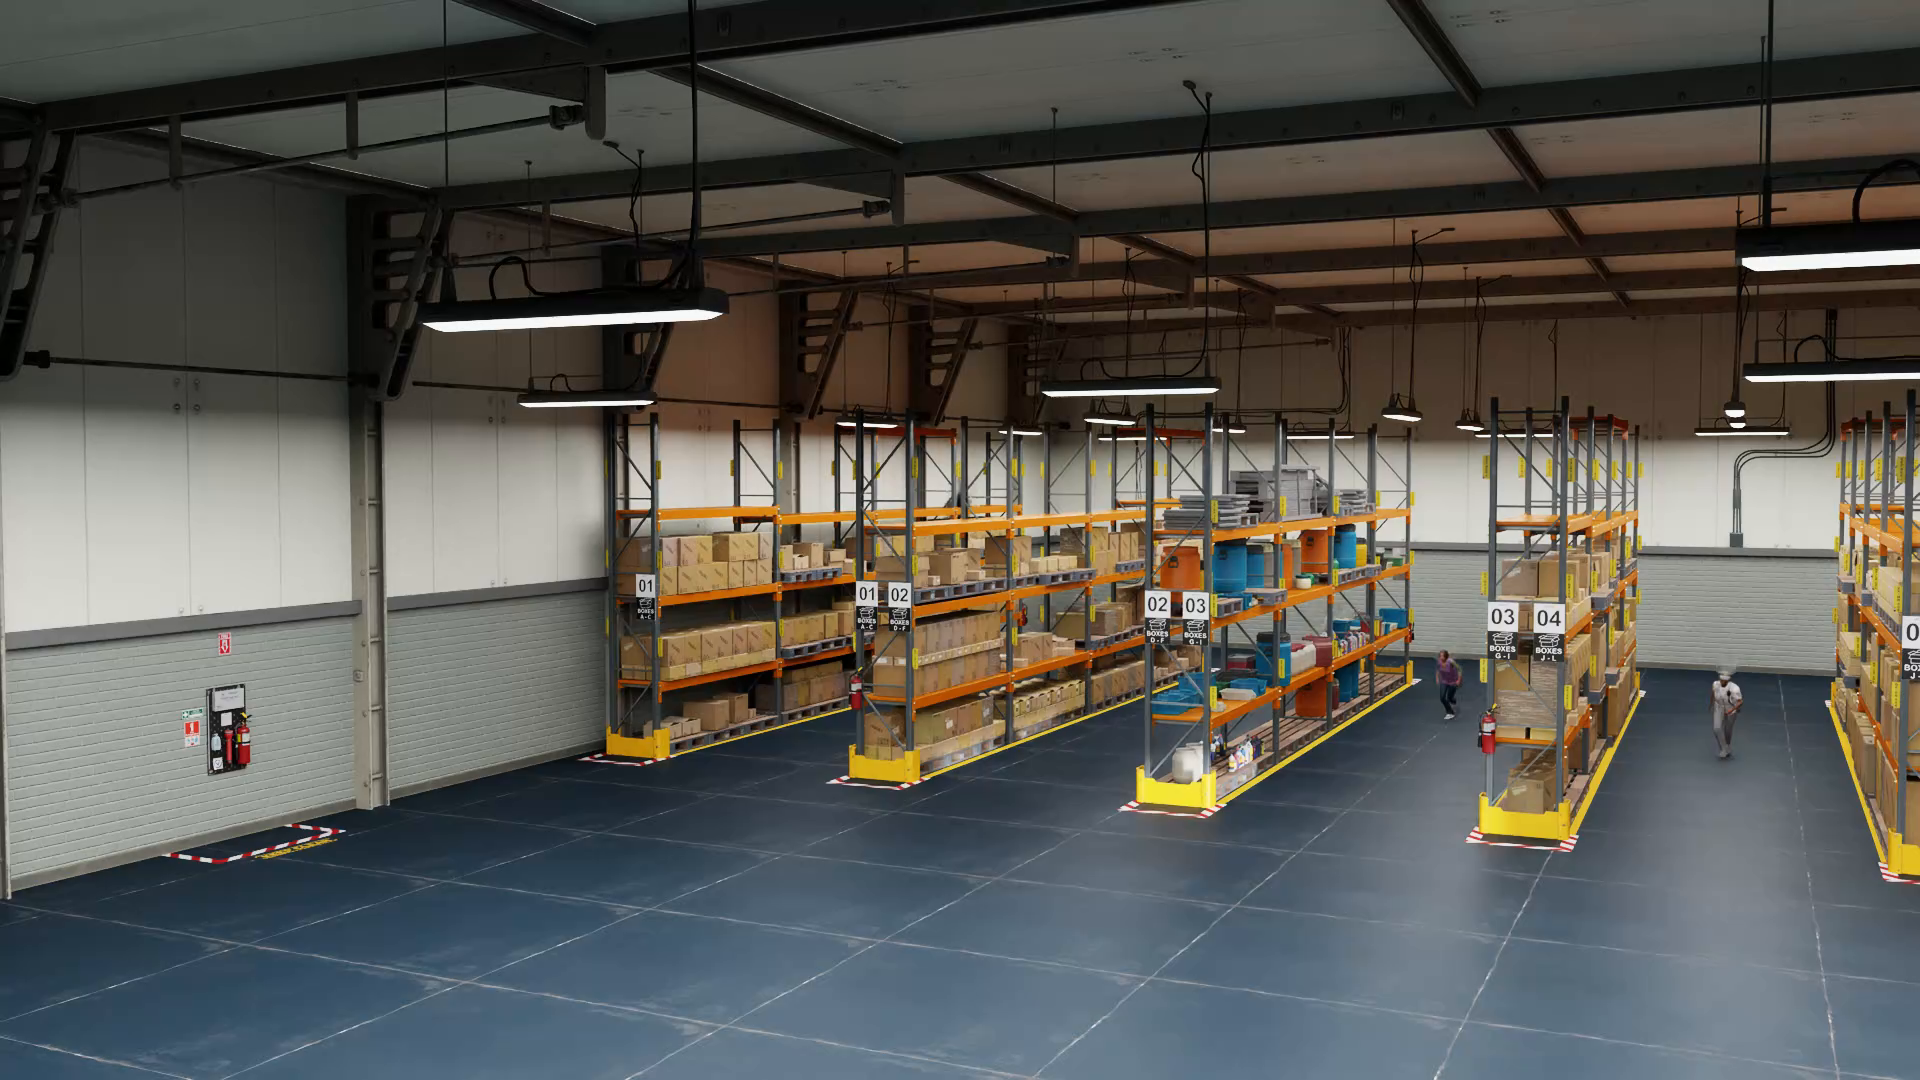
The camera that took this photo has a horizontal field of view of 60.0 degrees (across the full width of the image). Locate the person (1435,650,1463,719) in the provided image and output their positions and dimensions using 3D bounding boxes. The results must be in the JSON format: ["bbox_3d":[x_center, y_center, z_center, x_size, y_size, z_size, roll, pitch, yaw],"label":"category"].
[{"bbox_3d":[9.855,2.890,33.425,0.553,1.427,0.845,2,3,37],"label":"person"}]

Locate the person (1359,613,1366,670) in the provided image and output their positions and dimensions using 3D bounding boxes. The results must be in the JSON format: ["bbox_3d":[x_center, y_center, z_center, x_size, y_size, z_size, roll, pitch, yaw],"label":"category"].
[{"bbox_3d":[9.772,2.518,40.928,0.554,1.494,1.069,-2,3,-37],"label":"person"}]

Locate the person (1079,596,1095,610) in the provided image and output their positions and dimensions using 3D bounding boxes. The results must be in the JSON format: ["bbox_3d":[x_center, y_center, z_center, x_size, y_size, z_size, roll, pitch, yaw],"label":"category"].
[{"bbox_3d":[3.451,2.328,44.065,0.786,1.683,0.574,-2,3,-34],"label":"person"}]

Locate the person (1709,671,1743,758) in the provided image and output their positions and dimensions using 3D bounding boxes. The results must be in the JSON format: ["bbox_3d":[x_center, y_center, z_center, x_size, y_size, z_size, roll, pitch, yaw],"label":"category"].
[{"bbox_3d":[13.434,3.014,29.132,0.584,1.514,1.022,2,3,34],"label":"person"}]
